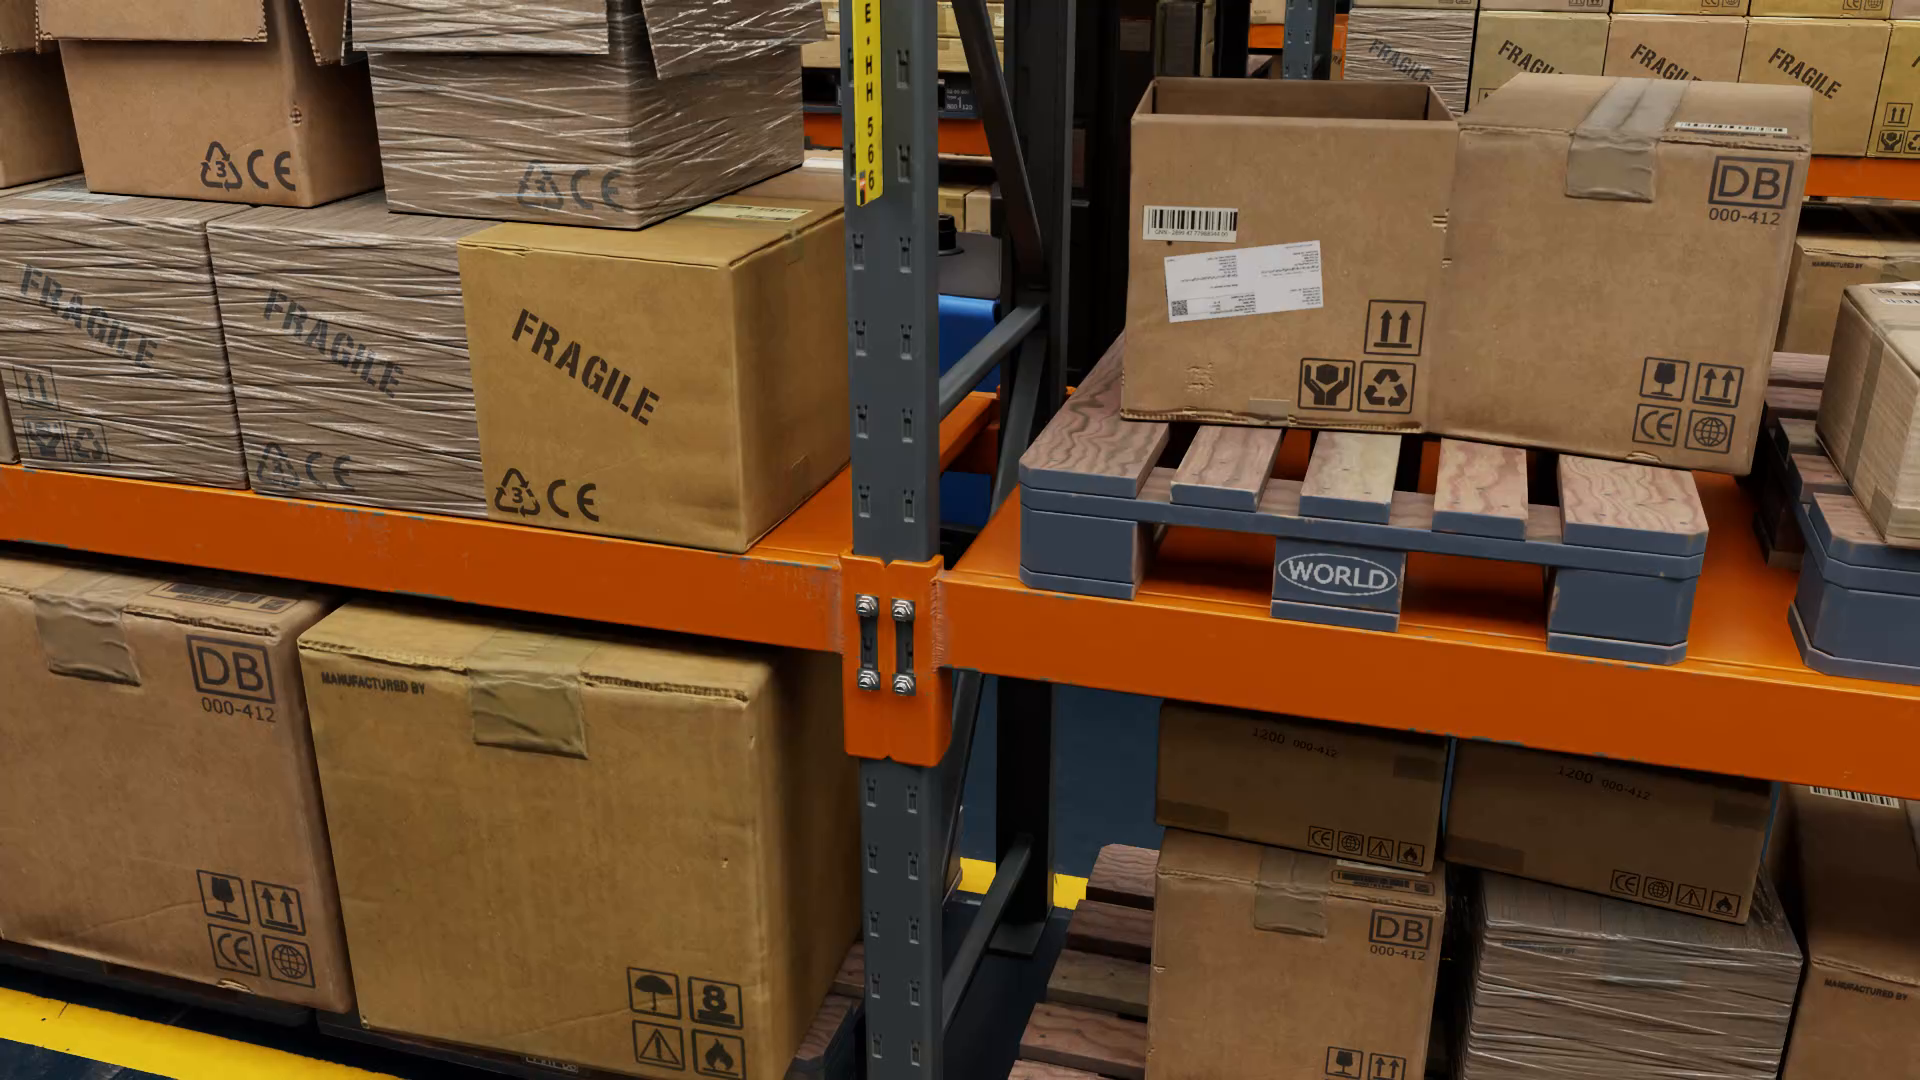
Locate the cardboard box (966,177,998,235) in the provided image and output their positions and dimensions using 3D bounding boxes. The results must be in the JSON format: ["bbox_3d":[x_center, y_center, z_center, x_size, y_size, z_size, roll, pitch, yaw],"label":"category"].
[{"bbox_3d":[0.339,-1.520,7.775,0.500,0.250,0.500,7,23,16],"label":"cardboard box"}]

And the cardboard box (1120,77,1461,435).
[{"bbox_3d":[0.555,-0.509,2.873,0.500,0.500,0.500,4,23,9],"label":"cardboard box"}]

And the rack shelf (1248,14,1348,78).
[{"bbox_3d":[0.974,-3.800,12.529,4.000,0.370,1.077,7,23,16],"label":"rack shelf"}]

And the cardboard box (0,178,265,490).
[{"bbox_3d":[-1.492,-0.436,3.248,0.500,0.500,0.500,6,23,14],"label":"cardboard box"}]

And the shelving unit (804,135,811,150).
[{"bbox_3d":[-0.915,-0.846,6.356,1.083,1.500,0.587,9,24,22],"label":"shelving unit"}]

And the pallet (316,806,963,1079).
[{"bbox_3d":[-0.707,0.863,3.887,1.213,0.211,1.003,7,23,16],"label":"pallet"}]

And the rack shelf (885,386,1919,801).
[{"bbox_3d":[1.941,0.239,2.682,4.000,0.370,1.077,7,23,16],"label":"rack shelf"}]

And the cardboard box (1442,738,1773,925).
[{"bbox_3d":[1.187,0.410,3.044,0.500,0.250,0.500,9,24,21],"label":"cardboard box"}]

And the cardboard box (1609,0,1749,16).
[{"bbox_3d":[2.959,-2.450,6.840,0.500,0.500,0.700,6,23,15],"label":"cardboard box"}]

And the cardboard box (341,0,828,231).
[{"bbox_3d":[-0.669,-0.909,3.081,0.637,0.503,0.797,7,23,17],"label":"cardboard box"}]

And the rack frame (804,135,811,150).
[{"bbox_3d":[-0.441,-0.767,6.163,0.032,1.500,0.500,9,24,22],"label":"rack frame"}]

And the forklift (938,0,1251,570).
[{"bbox_3d":[0.952,-1.175,5.272,3.031,2.935,1.130,9,24,22],"label":"forklift"}]

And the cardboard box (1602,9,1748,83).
[{"bbox_3d":[2.878,-1.893,6.800,0.500,0.500,0.500,7,23,15],"label":"cardboard box"}]

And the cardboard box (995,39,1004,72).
[{"bbox_3d":[0.229,-2.154,7.346,0.250,0.149,0.380,6,23,15],"label":"cardboard box"}]

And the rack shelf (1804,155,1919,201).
[{"bbox_3d":[3.470,-1.552,7.049,4.000,0.370,1.077,7,23,16],"label":"rack shelf"}]

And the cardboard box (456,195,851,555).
[{"bbox_3d":[-0.518,-0.323,2.974,0.500,0.500,0.500,7,23,17],"label":"cardboard box"}]

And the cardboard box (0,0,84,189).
[{"bbox_3d":[-1.936,-1.053,3.431,0.637,0.503,0.797,7,23,17],"label":"cardboard box"}]

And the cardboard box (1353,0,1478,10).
[{"bbox_3d":[1.983,-2.560,7.109,0.500,0.500,0.700,6,23,15],"label":"cardboard box"}]

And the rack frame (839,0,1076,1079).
[{"bbox_3d":[0.026,-0.313,3.080,0.127,3.000,1.000,7,23,16],"label":"rack frame"}]

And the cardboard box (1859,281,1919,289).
[{"bbox_3d":[1.701,-0.360,2.820,0.258,0.266,0.396,6,23,14],"label":"cardboard box"}]

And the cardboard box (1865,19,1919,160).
[{"bbox_3d":[3.841,-1.783,6.531,0.500,0.500,0.500,7,23,16],"label":"cardboard box"}]

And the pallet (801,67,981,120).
[{"bbox_3d":[-0.351,-2.217,7.976,1.213,0.211,1.003,7,23,16],"label":"pallet"}]

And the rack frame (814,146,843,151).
[{"bbox_3d":[-0.941,-4.352,12.927,0.127,3.000,1.000,7,23,16],"label":"rack frame"}]

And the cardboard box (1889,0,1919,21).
[{"bbox_3d":[3.931,-2.338,6.567,0.500,0.500,0.700,7,23,16],"label":"cardboard box"}]

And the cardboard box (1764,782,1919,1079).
[{"bbox_3d":[1.753,0.822,3.028,0.500,0.500,0.700,9,24,20],"label":"cardboard box"}]

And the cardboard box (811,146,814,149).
[{"bbox_3d":[-1.511,-3.469,13.597,0.875,0.438,0.875,6,23,15],"label":"cardboard box"}]

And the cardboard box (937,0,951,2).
[{"bbox_3d":[-0.022,-2.458,7.303,0.250,0.149,0.380,7,23,16],"label":"cardboard box"}]

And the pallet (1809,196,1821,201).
[{"bbox_3d":[5.972,-2.270,11.525,1.213,0.211,1.003,7,23,16],"label":"pallet"}]

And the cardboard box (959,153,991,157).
[{"bbox_3d":[0.543,-3.428,12.921,0.875,0.875,0.875,7,23,17],"label":"cardboard box"}]

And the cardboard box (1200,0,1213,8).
[{"bbox_3d":[0.954,-2.344,7.027,0.250,0.149,0.380,6,23,13],"label":"cardboard box"}]

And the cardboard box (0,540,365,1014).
[{"bbox_3d":[-1.480,0.292,3.852,0.875,0.875,1.225,7,23,16],"label":"cardboard box"}]

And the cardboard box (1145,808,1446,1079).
[{"bbox_3d":[0.673,0.706,3.310,0.500,0.500,0.700,5,23,13],"label":"cardboard box"}]

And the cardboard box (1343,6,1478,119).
[{"bbox_3d":[1.907,-2.003,7.069,0.500,0.500,0.500,7,23,16],"label":"cardboard box"}]

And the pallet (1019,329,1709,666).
[{"bbox_3d":[0.739,-0.185,3.021,1.003,0.211,1.213,7,23,16],"label":"pallet"}]

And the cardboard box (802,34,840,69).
[{"bbox_3d":[-0.538,-2.240,7.557,0.250,0.149,0.380,5,23,13],"label":"cardboard box"}]

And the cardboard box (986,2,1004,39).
[{"bbox_3d":[0.203,-2.292,7.292,0.250,0.149,0.380,7,23,16],"label":"cardboard box"}]

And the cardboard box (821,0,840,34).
[{"bbox_3d":[-0.532,-2.377,7.498,0.250,0.149,0.380,6,23,14],"label":"cardboard box"}]

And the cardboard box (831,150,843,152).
[{"bbox_3d":[-0.489,-1.823,8.515,0.500,0.250,0.500,5,23,13],"label":"cardboard box"}]

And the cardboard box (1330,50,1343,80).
[{"bbox_3d":[3.852,-4.723,16.573,0.500,0.500,0.500,7,23,17],"label":"cardboard box"}]

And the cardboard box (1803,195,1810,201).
[{"bbox_3d":[5.526,-2.588,11.535,0.625,0.372,0.950,8,24,19],"label":"cardboard box"}]
